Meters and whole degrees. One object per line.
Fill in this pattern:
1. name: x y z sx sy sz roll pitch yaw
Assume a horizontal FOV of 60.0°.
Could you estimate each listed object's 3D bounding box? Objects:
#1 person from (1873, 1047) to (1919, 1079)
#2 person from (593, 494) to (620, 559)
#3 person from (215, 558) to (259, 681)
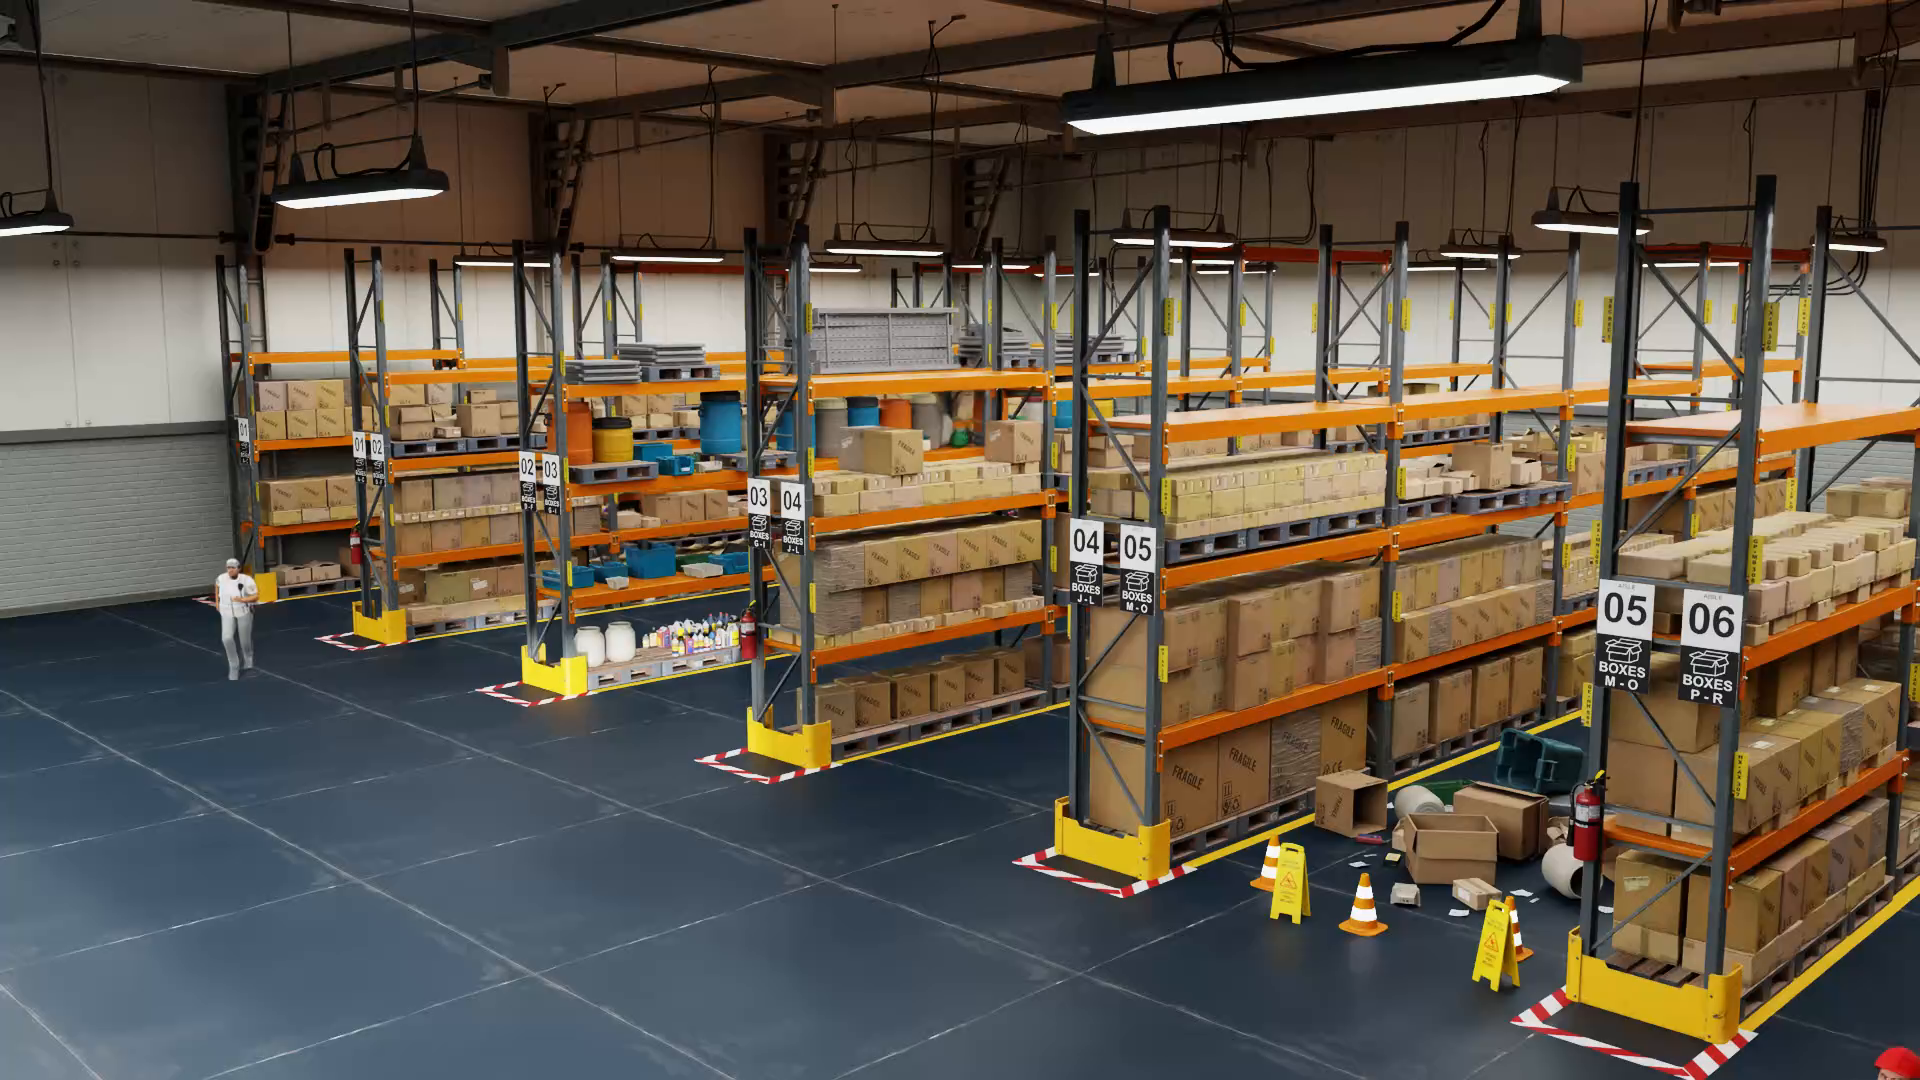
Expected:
1. person: 4.348 3.223 7.898 0.795 1.735 0.527 6 10 38
2. person: -6.556 -0.045 30.810 0.700 1.752 1.098 7 11 42
3. person: -10.073 1.081 23.206 0.626 1.709 0.819 -1 8 -9
